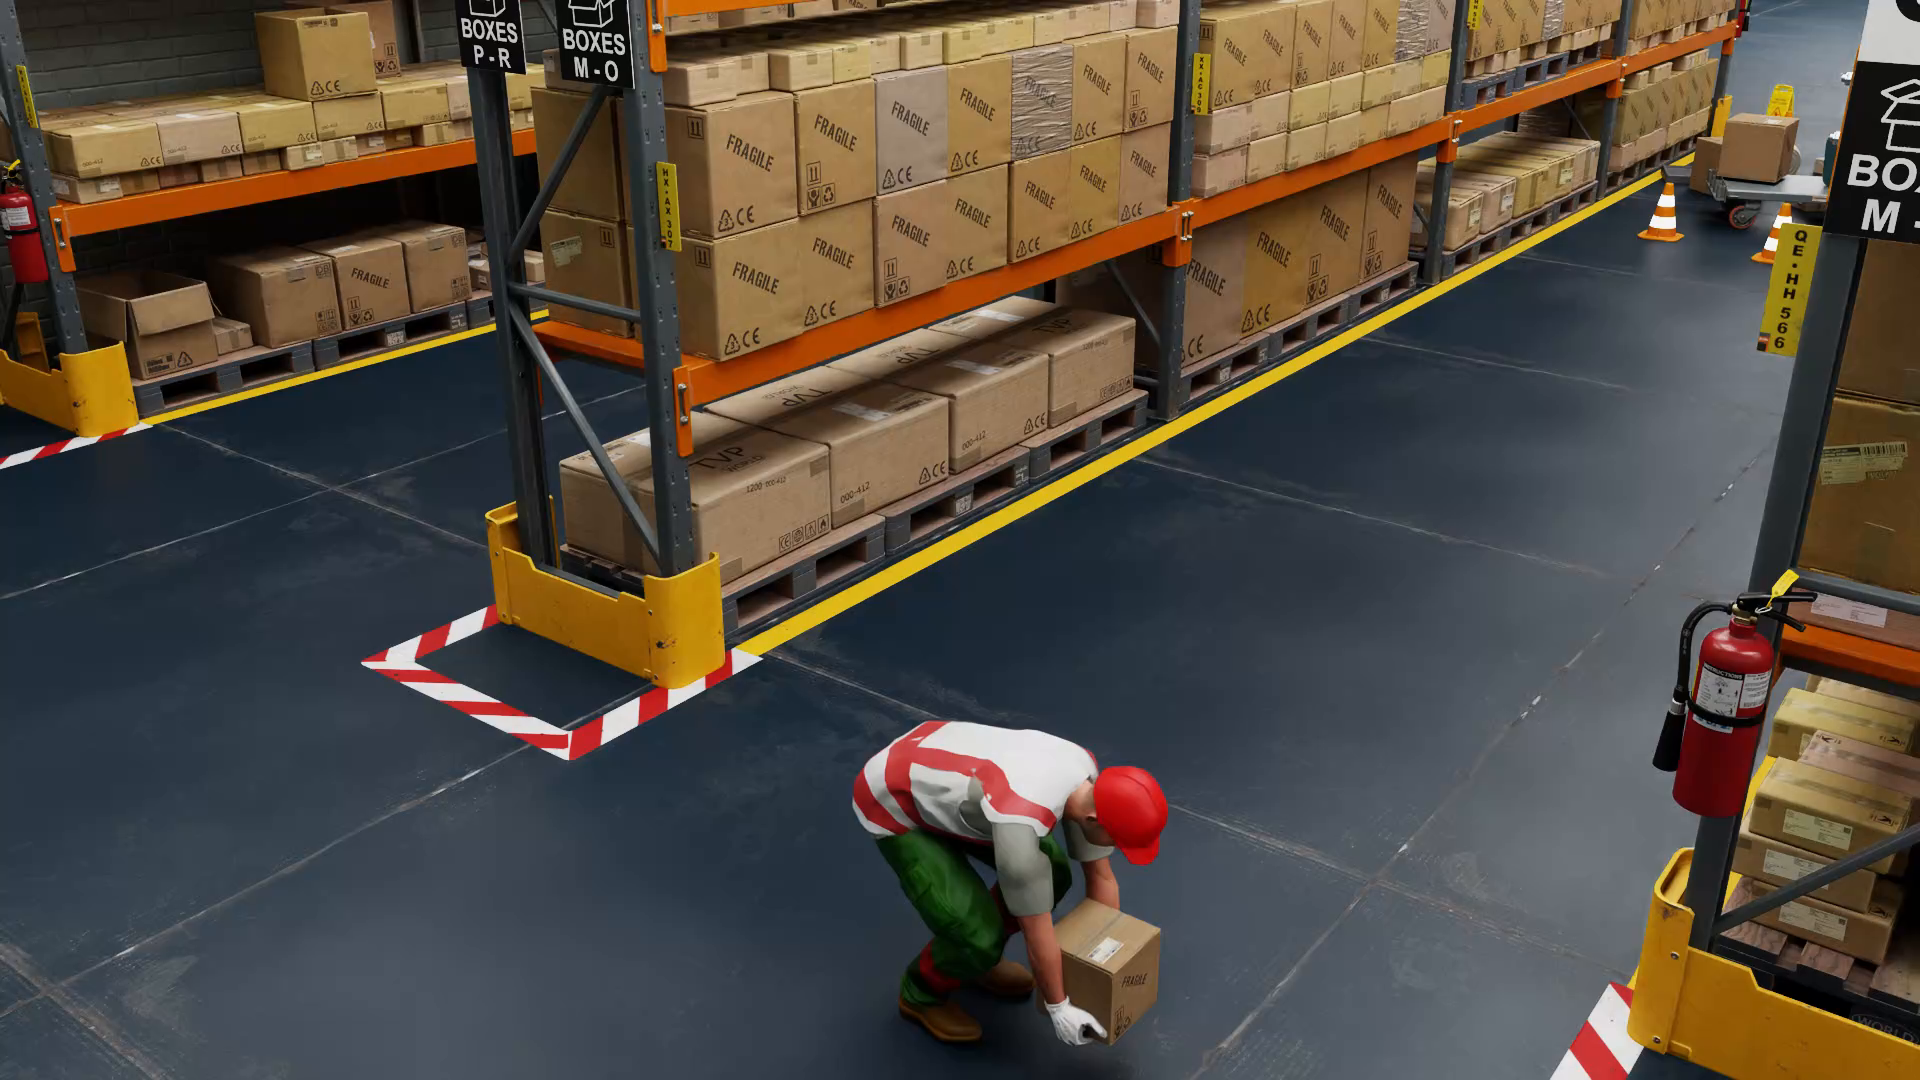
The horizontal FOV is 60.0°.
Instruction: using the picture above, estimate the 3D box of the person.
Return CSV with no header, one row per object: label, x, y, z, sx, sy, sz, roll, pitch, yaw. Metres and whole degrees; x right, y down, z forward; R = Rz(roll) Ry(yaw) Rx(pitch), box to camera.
person,0.144,0.988,4.790,0.950,0.987,0.535,15,28,31
